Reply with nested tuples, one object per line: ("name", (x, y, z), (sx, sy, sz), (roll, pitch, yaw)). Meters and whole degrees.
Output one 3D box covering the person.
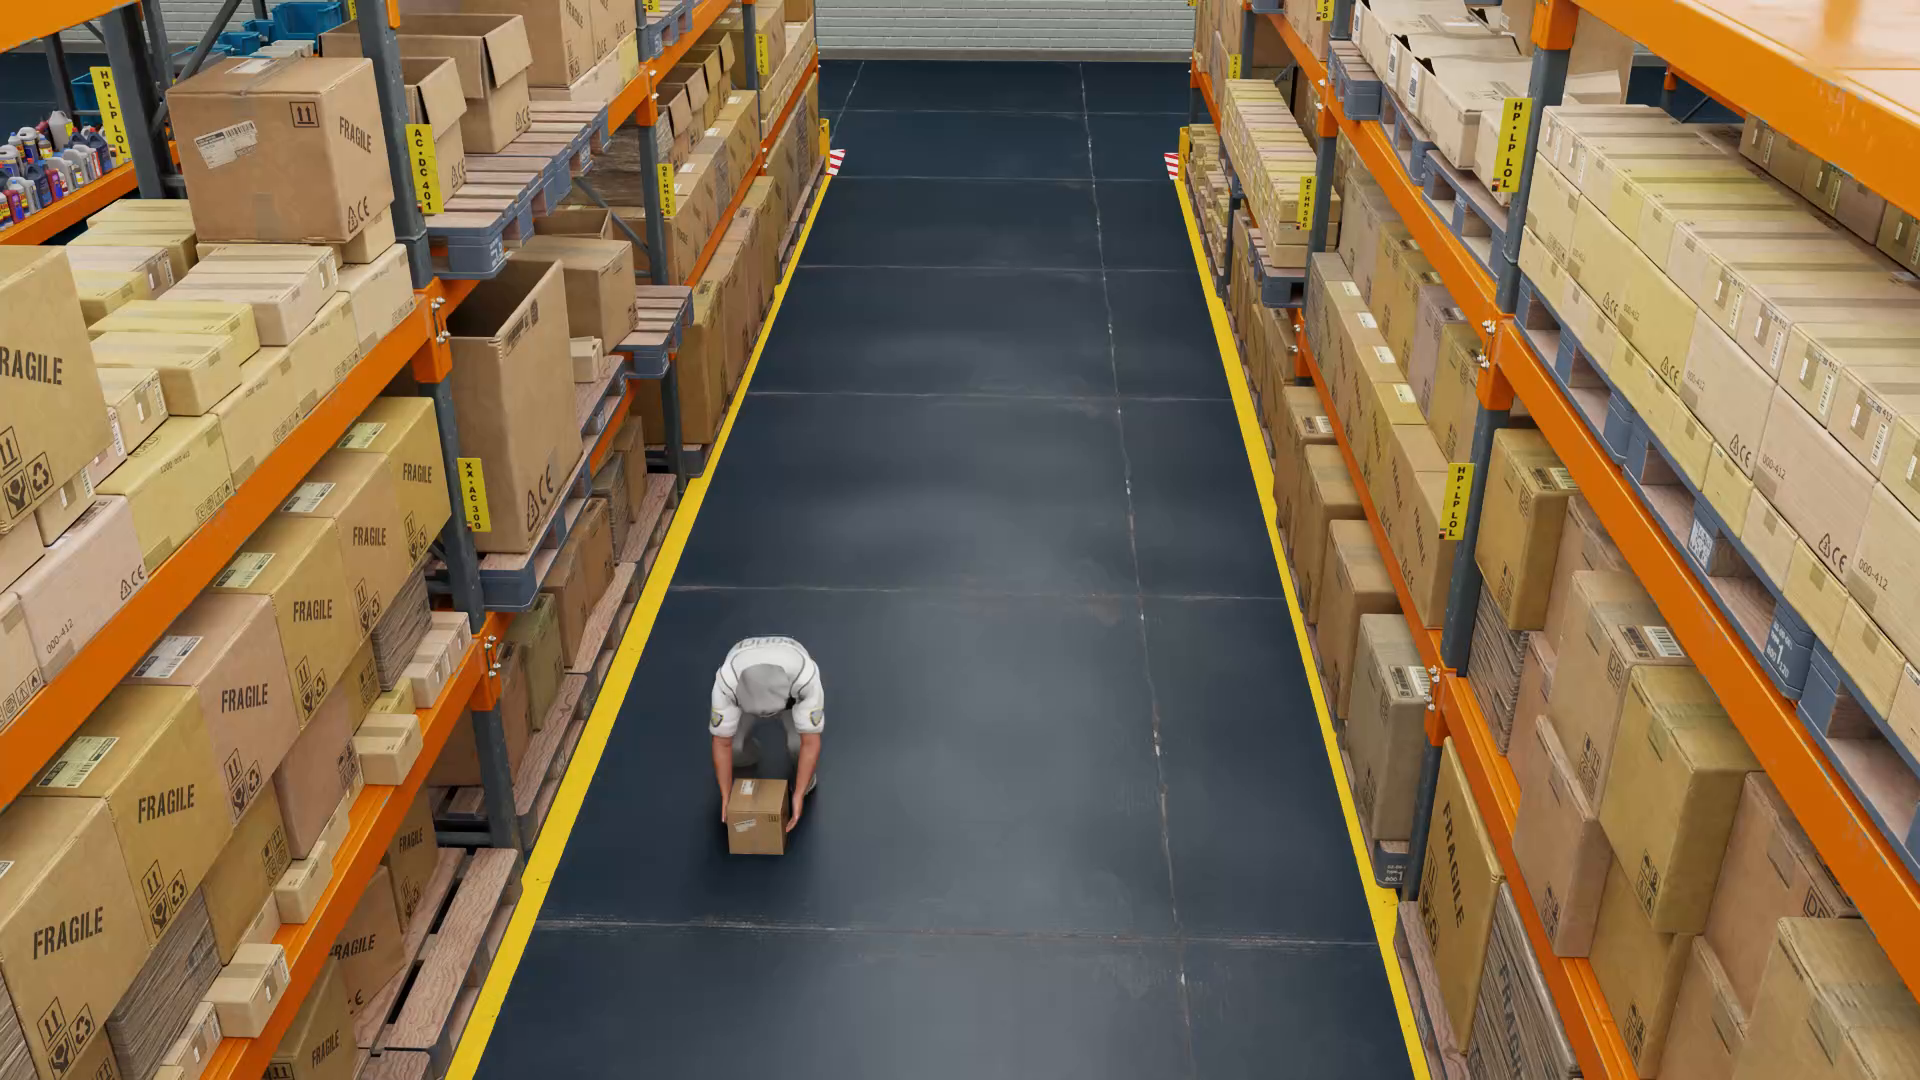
("person", (-0.919, 0.857, 7.913), (0.555, 0.901, 0.956), (1, 28, 2))
